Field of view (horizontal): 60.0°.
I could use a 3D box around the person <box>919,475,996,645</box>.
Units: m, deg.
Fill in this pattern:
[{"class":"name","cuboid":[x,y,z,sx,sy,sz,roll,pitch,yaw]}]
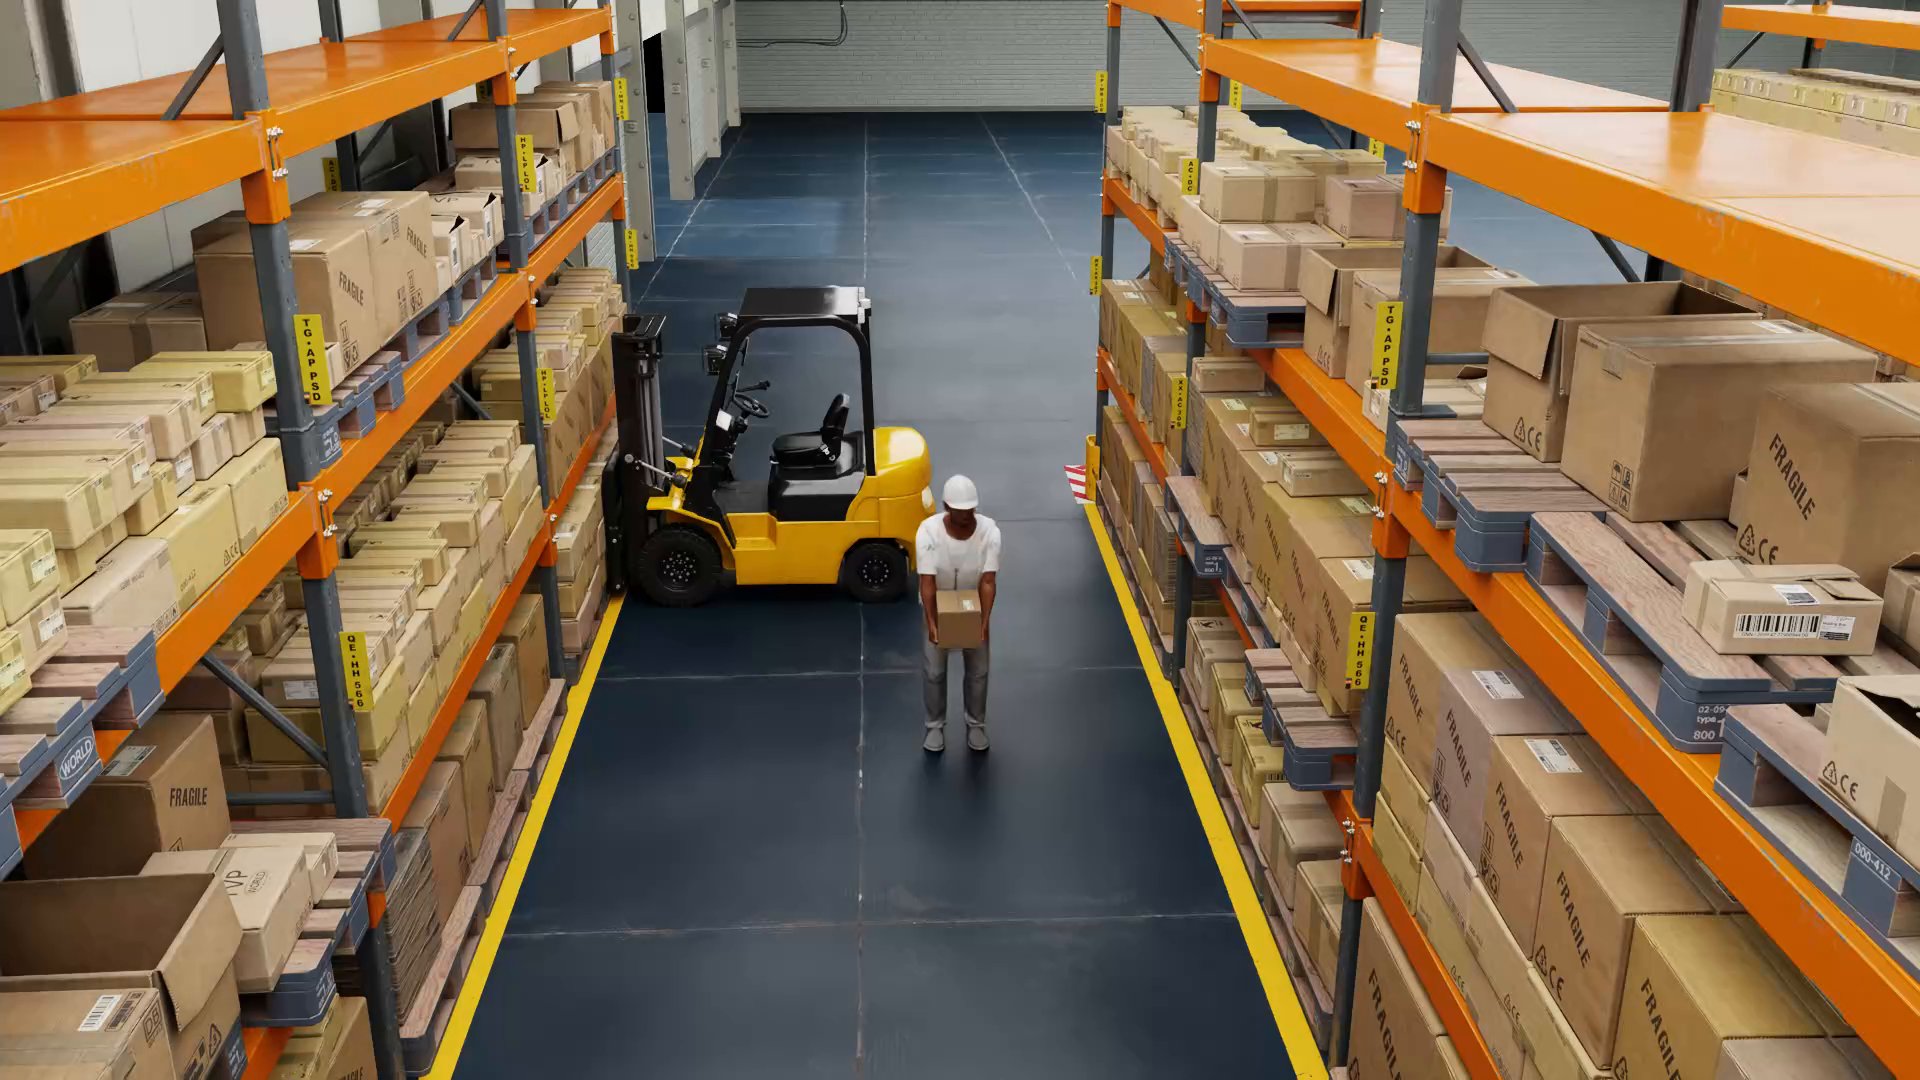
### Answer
[{"class":"person","cuboid":[-0.011,0.080,9.723,0.471,0.960,0.590,-1,20,-4]}]
